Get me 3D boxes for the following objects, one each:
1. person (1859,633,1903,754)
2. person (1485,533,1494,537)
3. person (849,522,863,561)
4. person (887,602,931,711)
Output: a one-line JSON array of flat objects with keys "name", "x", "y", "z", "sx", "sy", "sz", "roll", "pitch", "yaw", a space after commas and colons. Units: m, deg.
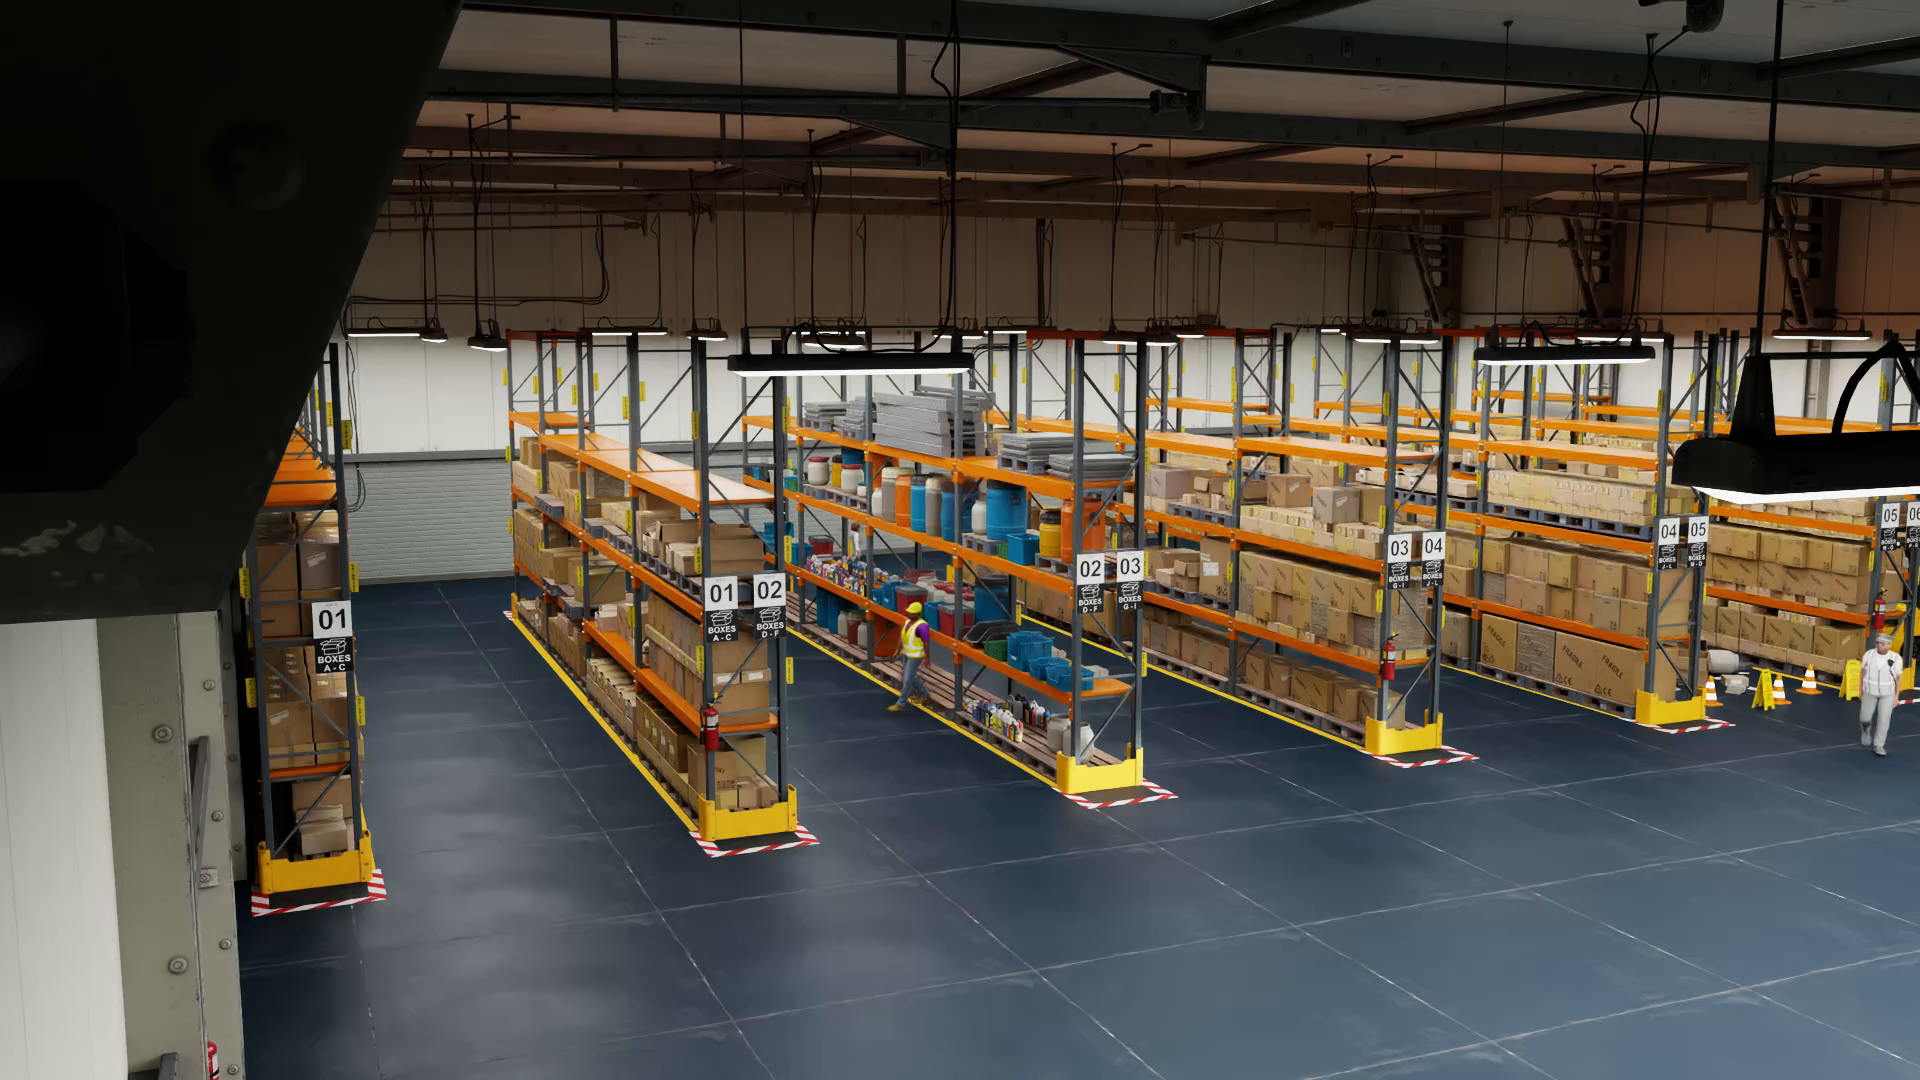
[{"name": "person", "x": 13.295, "y": 2.181, "z": 24.035, "sx": 0.527, "sy": 1.753, "sz": 0.635, "roll": 3, "pitch": 9, "yaw": 24}, {"name": "person", "x": 11.023, "y": 0.748, "z": 34.609, "sx": 0.485, "sy": 1.789, "sz": 0.610, "roll": 6, "pitch": 10, "yaw": 38}, {"name": "person", "x": -2.427, "y": 0.368, "z": 38.035, "sx": 0.707, "sy": 1.579, "sz": 0.457, "roll": -4, "pitch": 9, "yaw": -24}, {"name": "person", "x": -0.817, "y": 1.849, "z": 26.488, "sx": 0.822, "sy": 1.742, "sz": 0.589, "roll": -4, "pitch": 9, "yaw": -25}]
